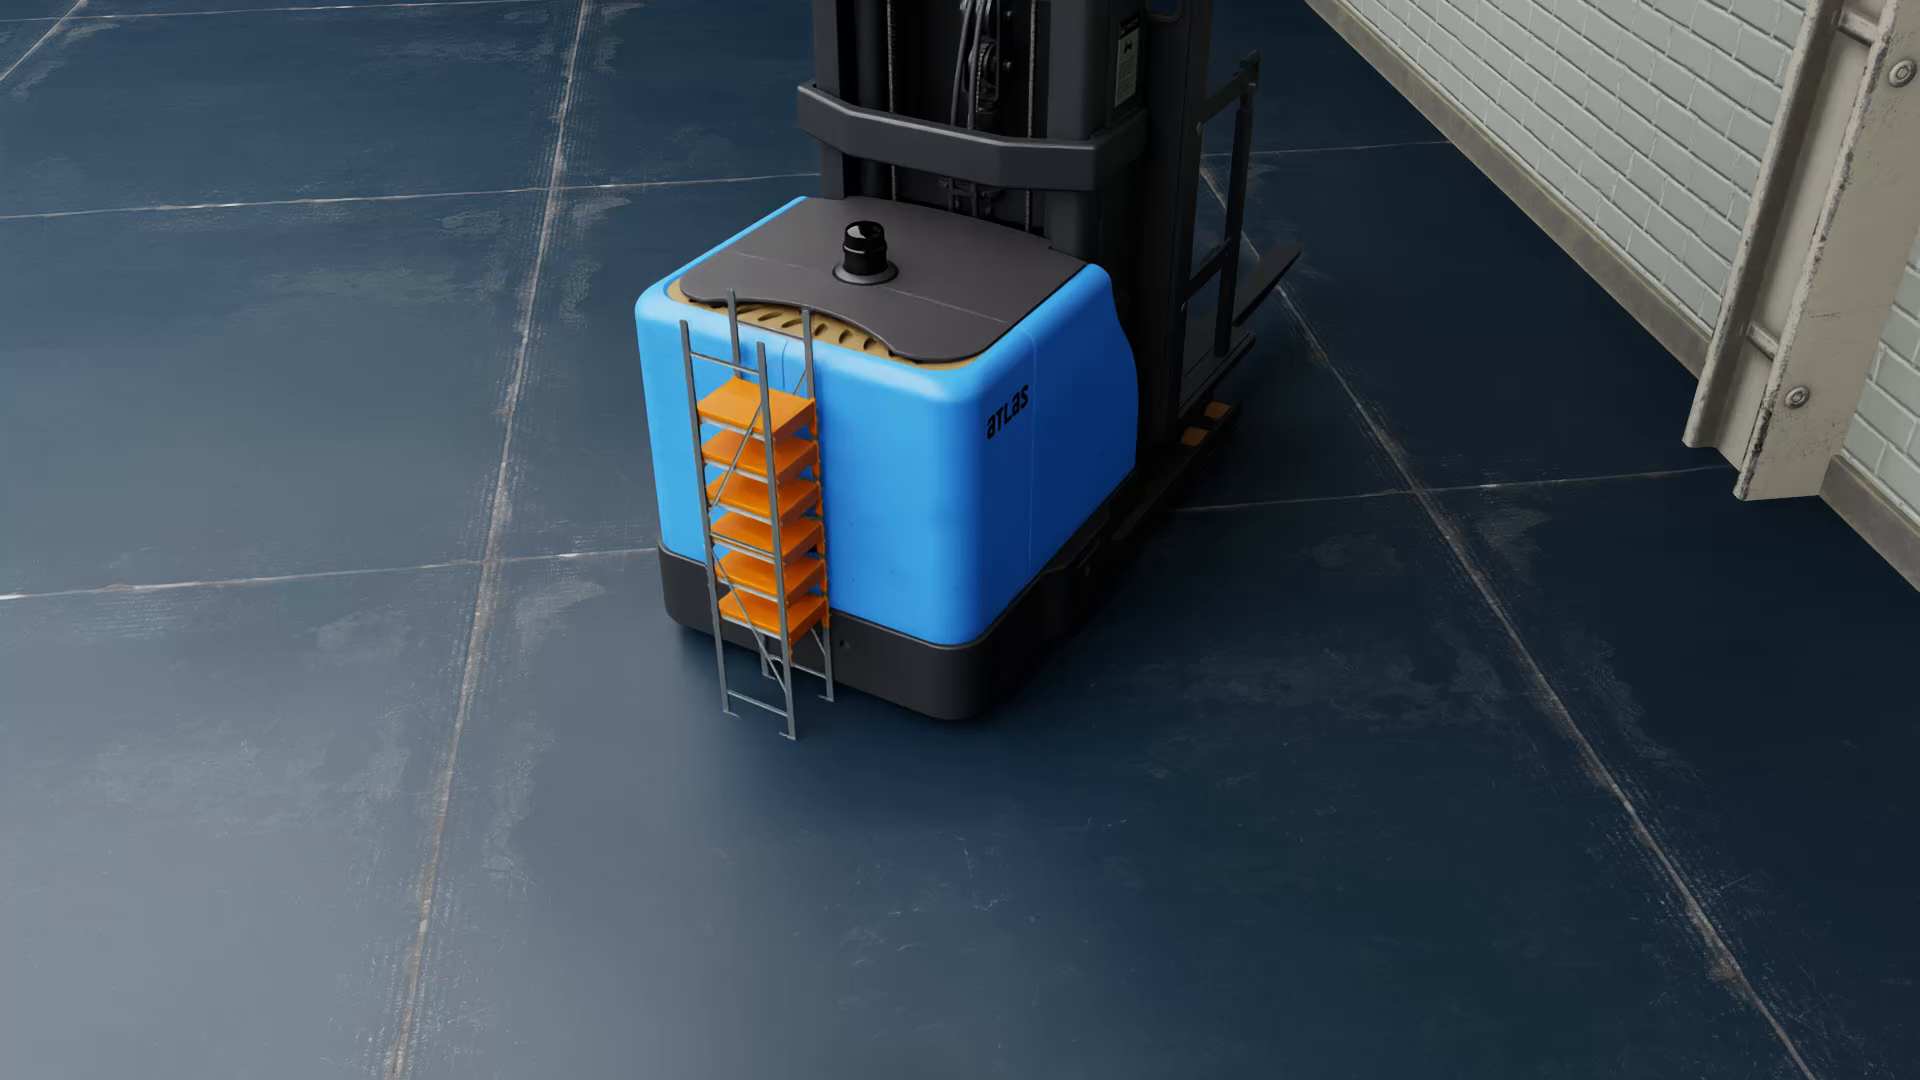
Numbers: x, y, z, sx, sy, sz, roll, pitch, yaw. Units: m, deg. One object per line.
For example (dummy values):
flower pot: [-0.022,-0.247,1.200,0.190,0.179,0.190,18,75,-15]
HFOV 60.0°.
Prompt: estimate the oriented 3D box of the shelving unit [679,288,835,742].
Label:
shelving unit: [-0.500,-0.033,4.231,0.258,1.200,0.189,18,39,24]

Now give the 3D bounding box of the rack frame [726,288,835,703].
rack frame: [-0.454,-0.078,4.296,0.240,1.200,0.006,18,39,24]

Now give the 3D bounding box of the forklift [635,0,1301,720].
forklift: [0.306,-1.539,4.905,1.130,2.935,3.031,18,38,24]

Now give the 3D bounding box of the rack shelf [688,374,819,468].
rack shelf: [-0.502,-0.292,4.051,0.258,0.103,0.180,18,39,24]

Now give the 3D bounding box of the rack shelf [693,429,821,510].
rack shelf: [-0.501,-0.194,4.120,0.258,0.103,0.180,18,39,24]

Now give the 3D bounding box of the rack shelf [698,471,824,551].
rack shelf: [-0.500,-0.095,4.188,0.258,0.103,0.180,18,39,24]

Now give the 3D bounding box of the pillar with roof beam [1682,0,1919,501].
pillar with roof beam: [-1.587,-3.643,2.605,9.100,9.000,0.400,-4,35,-6]

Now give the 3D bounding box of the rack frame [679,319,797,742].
rack frame: [-0.546,0.012,4.166,0.240,1.200,0.006,18,39,24]

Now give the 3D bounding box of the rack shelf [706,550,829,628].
rack shelf: [-0.499,0.102,4.325,0.258,0.103,0.180,18,39,24]

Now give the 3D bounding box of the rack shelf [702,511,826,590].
rack shelf: [-0.500,0.004,4.257,0.258,0.103,0.180,18,39,24]

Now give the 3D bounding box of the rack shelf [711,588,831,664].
rack shelf: [-0.499,0.201,4.393,0.258,0.103,0.180,18,39,24]
